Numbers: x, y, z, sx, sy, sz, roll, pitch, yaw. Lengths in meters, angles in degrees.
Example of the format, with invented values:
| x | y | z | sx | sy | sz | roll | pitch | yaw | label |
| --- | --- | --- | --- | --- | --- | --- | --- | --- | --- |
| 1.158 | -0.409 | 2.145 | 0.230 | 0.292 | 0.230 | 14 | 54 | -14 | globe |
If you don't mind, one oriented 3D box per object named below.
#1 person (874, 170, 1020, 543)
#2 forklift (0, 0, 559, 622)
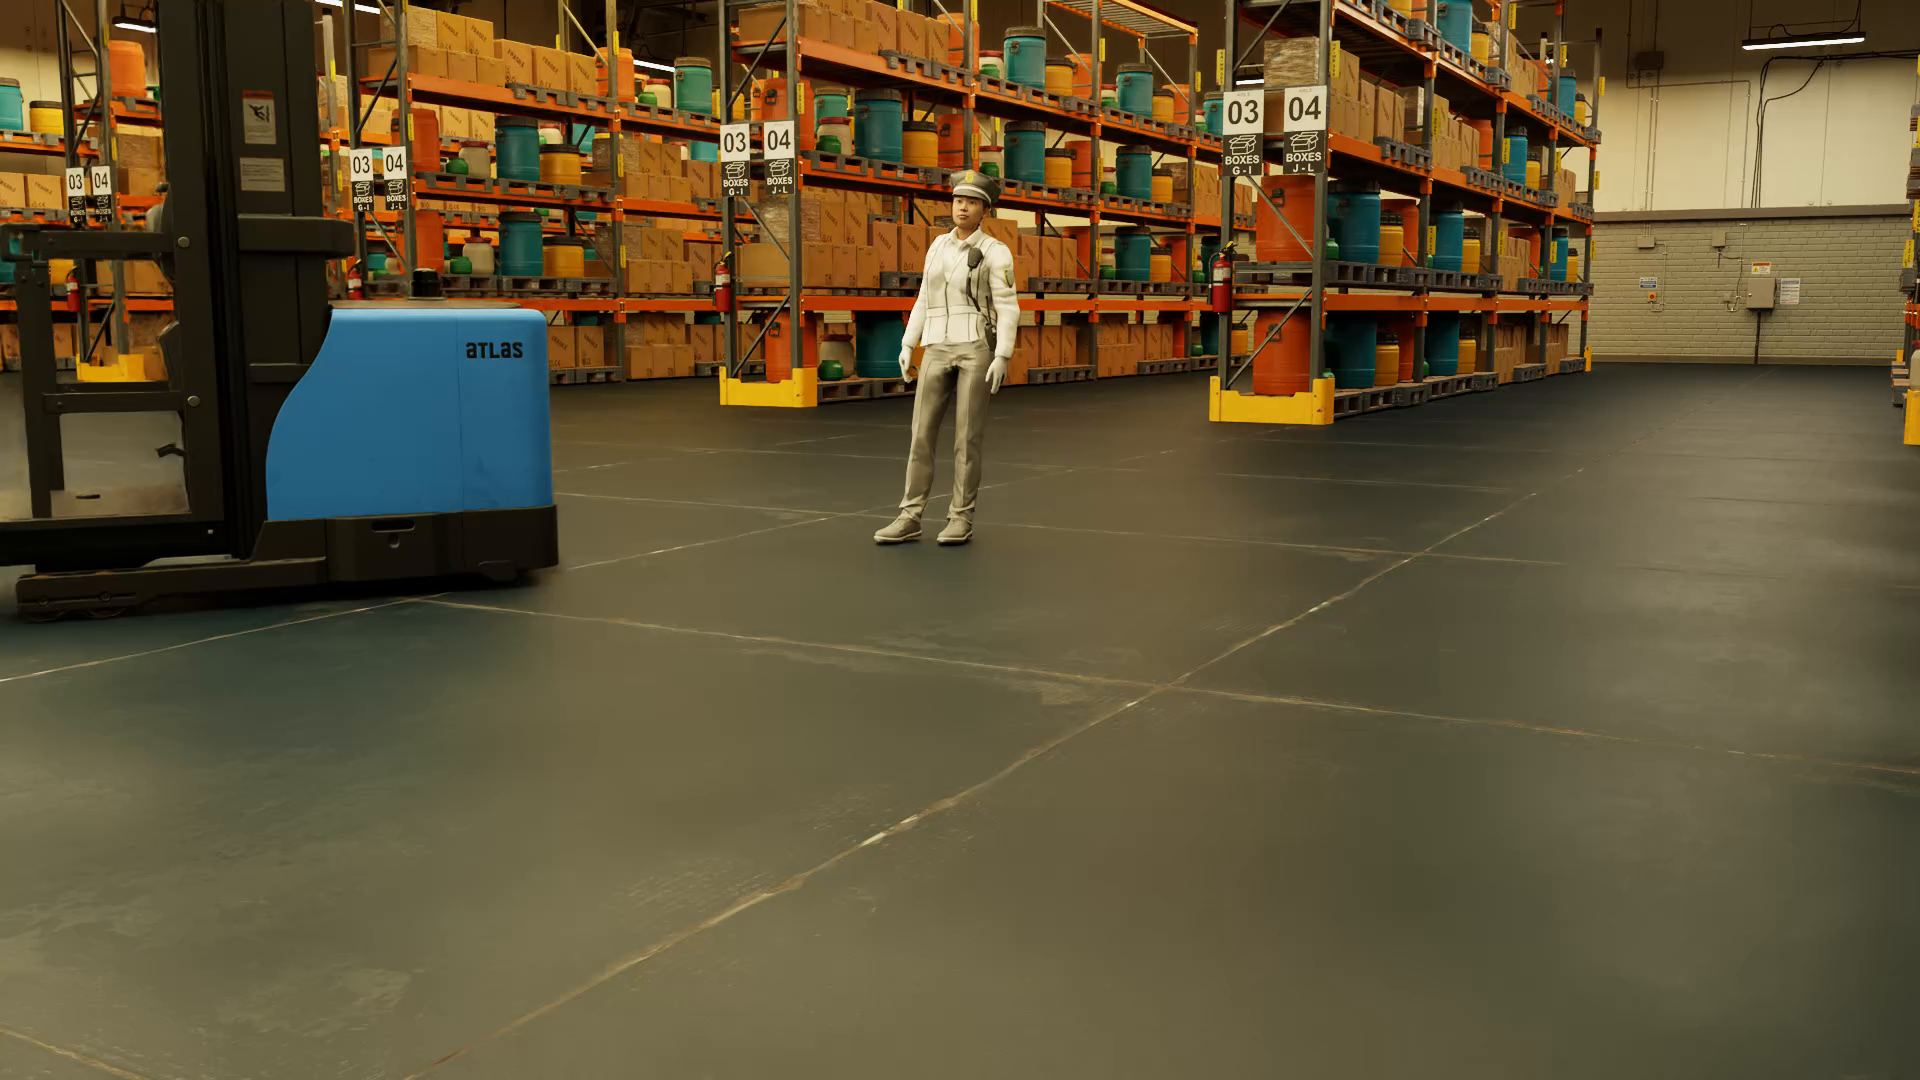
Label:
| x | y | z | sx | sy | sz | roll | pitch | yaw | label |
| --- | --- | --- | --- | --- | --- | --- | --- | --- | --- |
| -0.039 | -0.839 | 7.641 | 0.586 | 1.694 | 0.531 | 4 | 9 | 29 | person |
| -3.146 | -1.250 | 6.147 | 3.031 | 2.935 | 1.130 | -4 | 9 | -26 | forklift |
